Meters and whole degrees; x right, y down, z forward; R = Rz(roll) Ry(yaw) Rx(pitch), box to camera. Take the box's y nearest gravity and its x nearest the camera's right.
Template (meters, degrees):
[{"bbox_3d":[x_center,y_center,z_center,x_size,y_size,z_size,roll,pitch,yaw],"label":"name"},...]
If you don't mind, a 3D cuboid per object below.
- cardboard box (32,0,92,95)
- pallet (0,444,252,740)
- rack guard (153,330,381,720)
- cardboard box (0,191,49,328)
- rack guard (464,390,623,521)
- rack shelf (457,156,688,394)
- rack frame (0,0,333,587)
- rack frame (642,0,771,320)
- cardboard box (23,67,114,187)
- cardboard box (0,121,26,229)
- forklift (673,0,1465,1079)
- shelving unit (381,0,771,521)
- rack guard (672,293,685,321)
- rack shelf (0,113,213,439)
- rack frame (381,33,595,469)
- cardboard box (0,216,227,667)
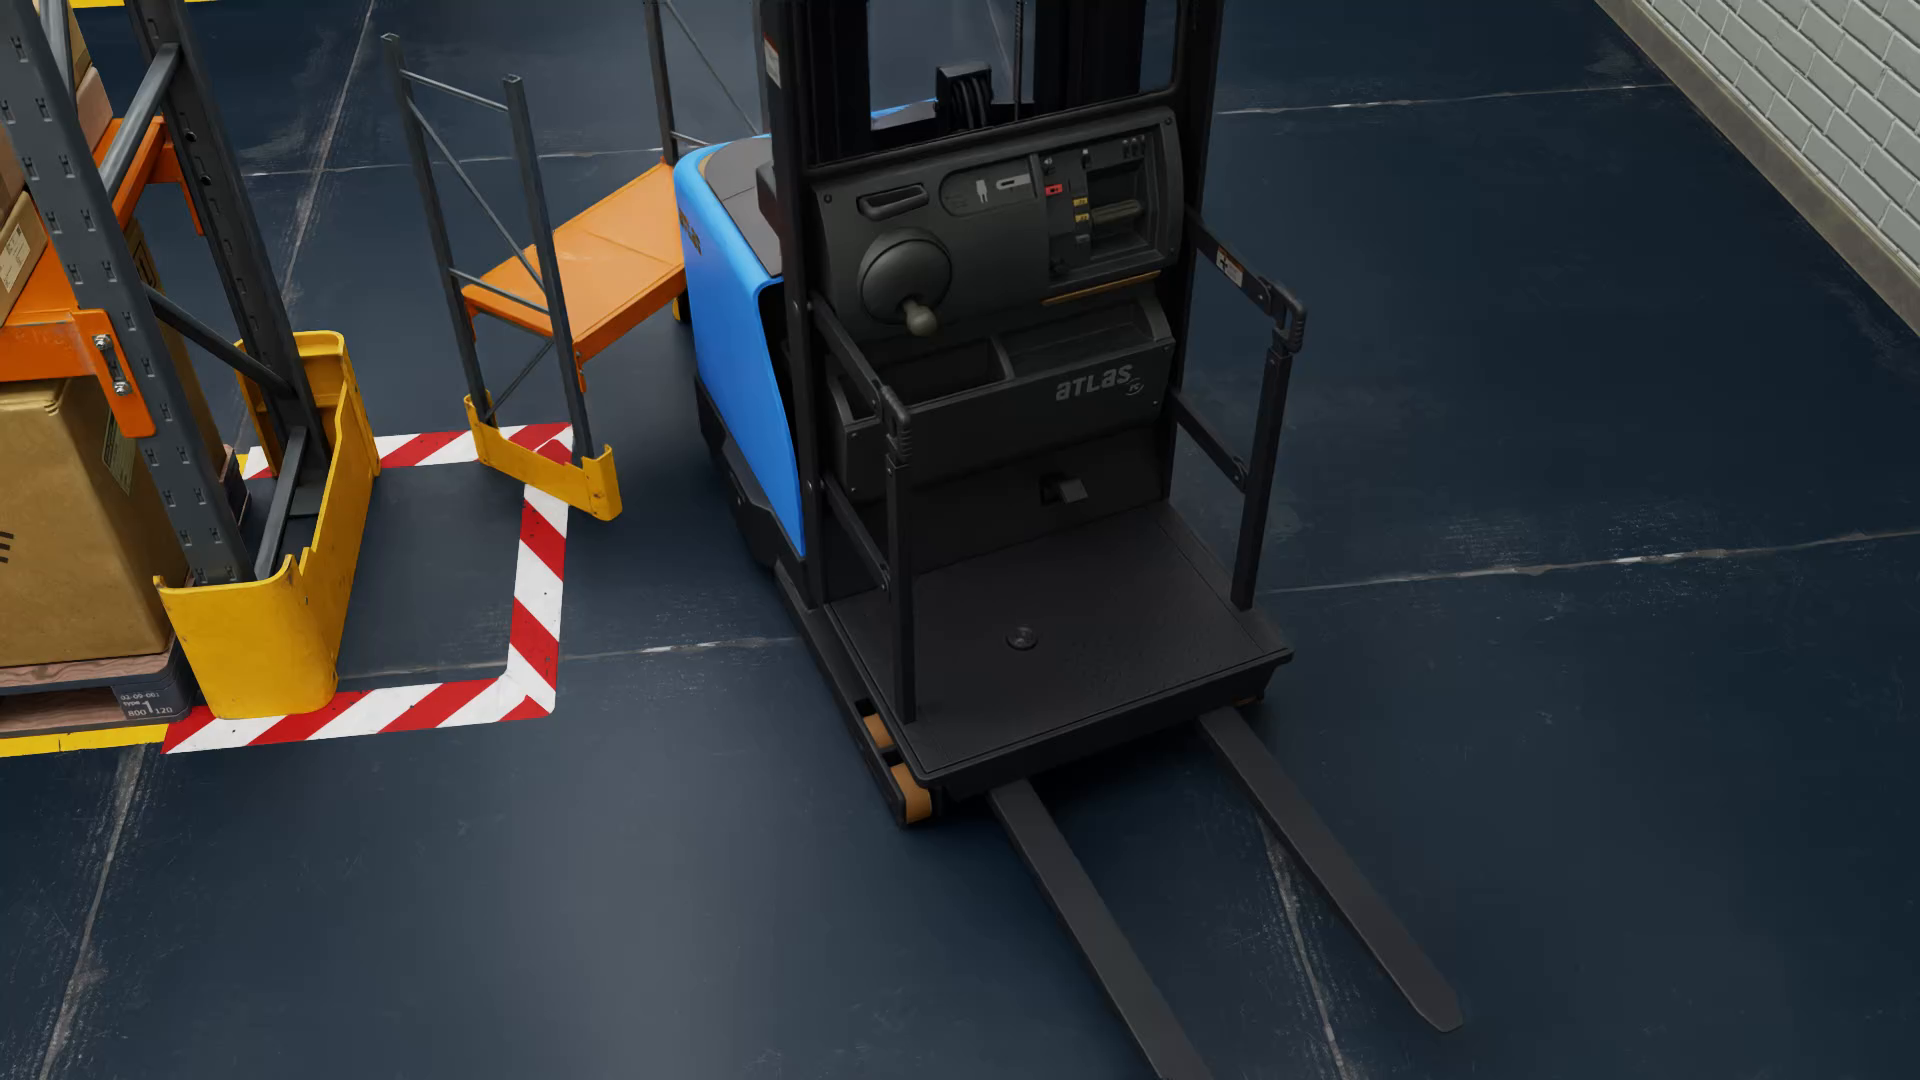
[{"bbox_3d":[-2.562,-1.194,4.224,0.500,0.250,0.500,-6,42,-7],"label":"cardboard box"},{"bbox_3d":[-2.834,0.155,4.921,1.213,0.211,1.003,-5,42,-6],"label":"pallet"},{"bbox_3d":[-2.027,-0.076,4.961,0.348,0.500,1.175,-5,42,-6],"label":"rack guard"},{"bbox_3d":[-2.362,-0.659,3.929,0.250,0.149,0.380,-4,42,-5],"label":"cardboard box"},{"bbox_3d":[-1.346,-0.277,5.368,0.587,0.250,0.087,23,47,24],"label":"rack guard"},{"bbox_3d":[-1.081,-0.882,5.375,0.538,0.185,1.000,23,47,24],"label":"rack shelf"},{"bbox_3d":[-2.051,-1.002,4.121,0.127,3.000,1.000,-5,42,-6],"label":"rack frame"},{"bbox_3d":[-0.803,-1.301,5.571,0.500,1.500,0.032,23,47,24],"label":"rack frame"},{"bbox_3d":[-2.446,-1.097,4.414,0.250,0.149,0.380,-5,42,-5],"label":"cardboard box"},{"bbox_3d":[-2.497,-0.838,3.830,0.500,0.250,0.500,-6,42,-6],"label":"cardboard box"},{"bbox_3d":[0.202,-0.672,3.807,1.130,2.935,3.031,-17,45,-18],"label":"forklift"},{"bbox_3d":[-1.076,-1.021,5.260,0.587,1.500,1.083,23,47,24],"label":"shelving unit"},{"bbox_3d":[-0.802,-0.835,5.987,0.587,0.250,0.087,23,47,24],"label":"rack guard"},{"bbox_3d":[-4.034,-0.561,4.170,4.000,0.370,1.077,-5,42,-6],"label":"rack shelf"},{"bbox_3d":[-1.359,-0.731,4.939,0.500,1.500,0.032,23,47,24],"label":"rack frame"},{"bbox_3d":[-2.675,-0.260,4.572,0.875,0.875,0.875,-5,42,-6],"label":"cardboard box"}]
